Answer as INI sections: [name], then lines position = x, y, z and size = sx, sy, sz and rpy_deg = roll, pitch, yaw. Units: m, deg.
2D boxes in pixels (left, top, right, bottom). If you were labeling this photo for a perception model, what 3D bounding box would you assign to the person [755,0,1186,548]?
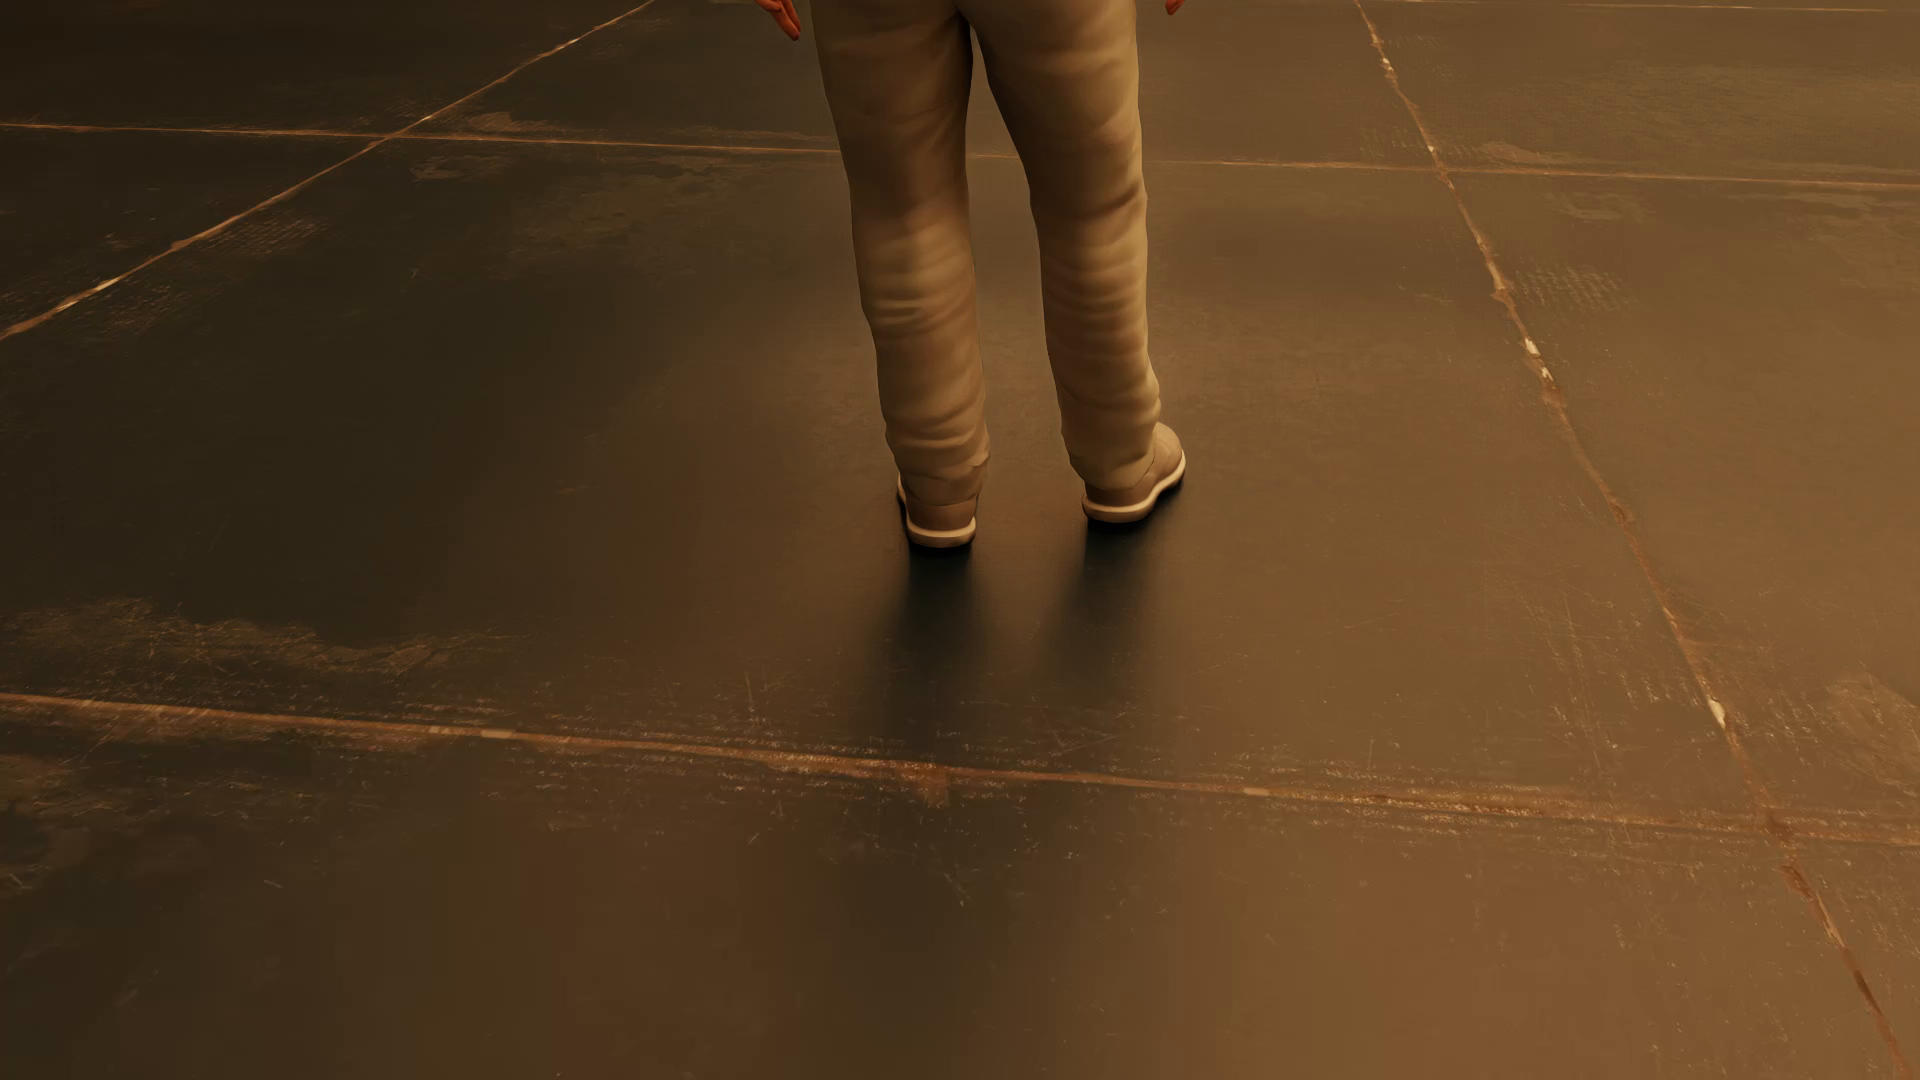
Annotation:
[person]
position = 0.022, -0.838, 2.167
size = 0.641, 1.780, 0.574
rpy_deg = 3, 27, 7
